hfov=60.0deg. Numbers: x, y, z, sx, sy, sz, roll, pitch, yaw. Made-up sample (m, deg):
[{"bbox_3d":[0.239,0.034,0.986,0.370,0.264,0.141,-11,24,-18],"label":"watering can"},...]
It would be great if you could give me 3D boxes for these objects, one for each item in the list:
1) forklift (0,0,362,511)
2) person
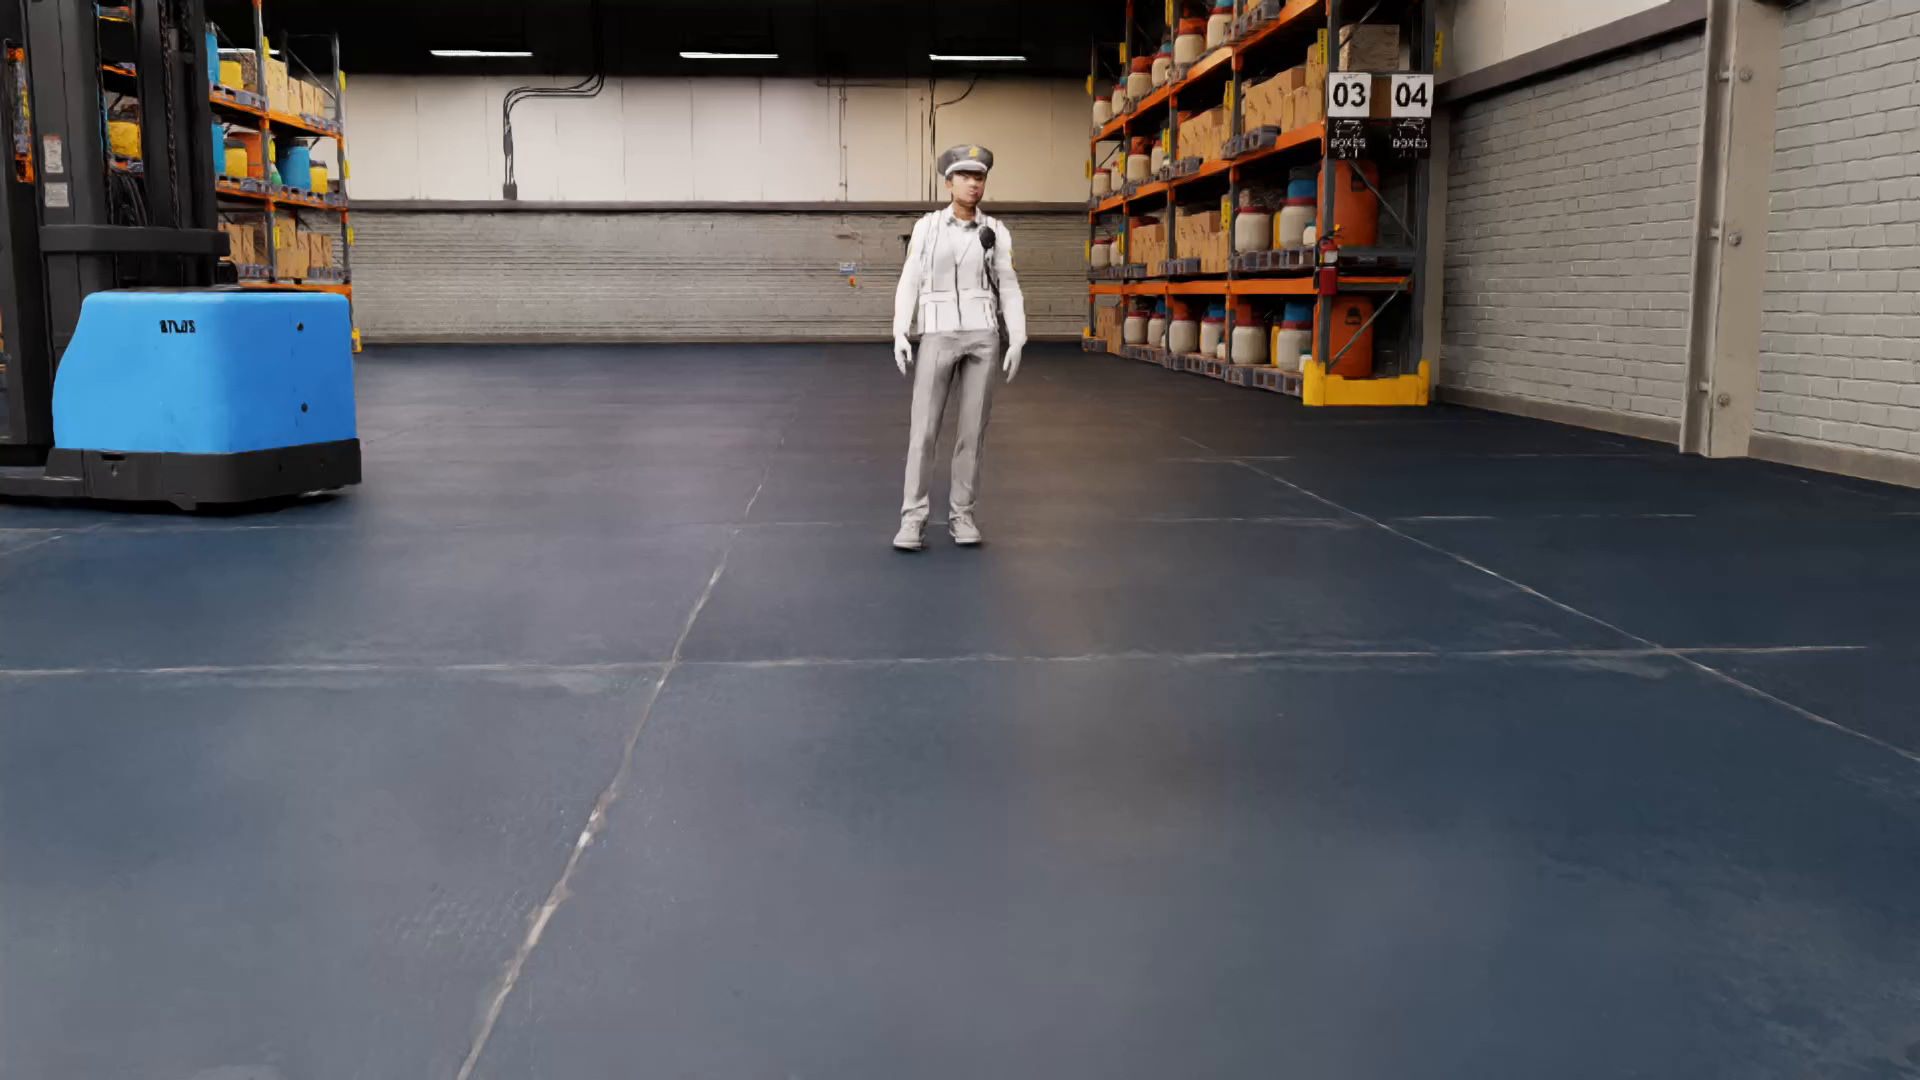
[{"bbox_3d":[-4.775,-1.696,8.755,3.031,2.935,1.130,3,9,19],"label":"forklift"},{"bbox_3d":[-0.003,-0.836,7.117,0.586,1.695,0.532,-1,8,-4],"label":"person"}]
